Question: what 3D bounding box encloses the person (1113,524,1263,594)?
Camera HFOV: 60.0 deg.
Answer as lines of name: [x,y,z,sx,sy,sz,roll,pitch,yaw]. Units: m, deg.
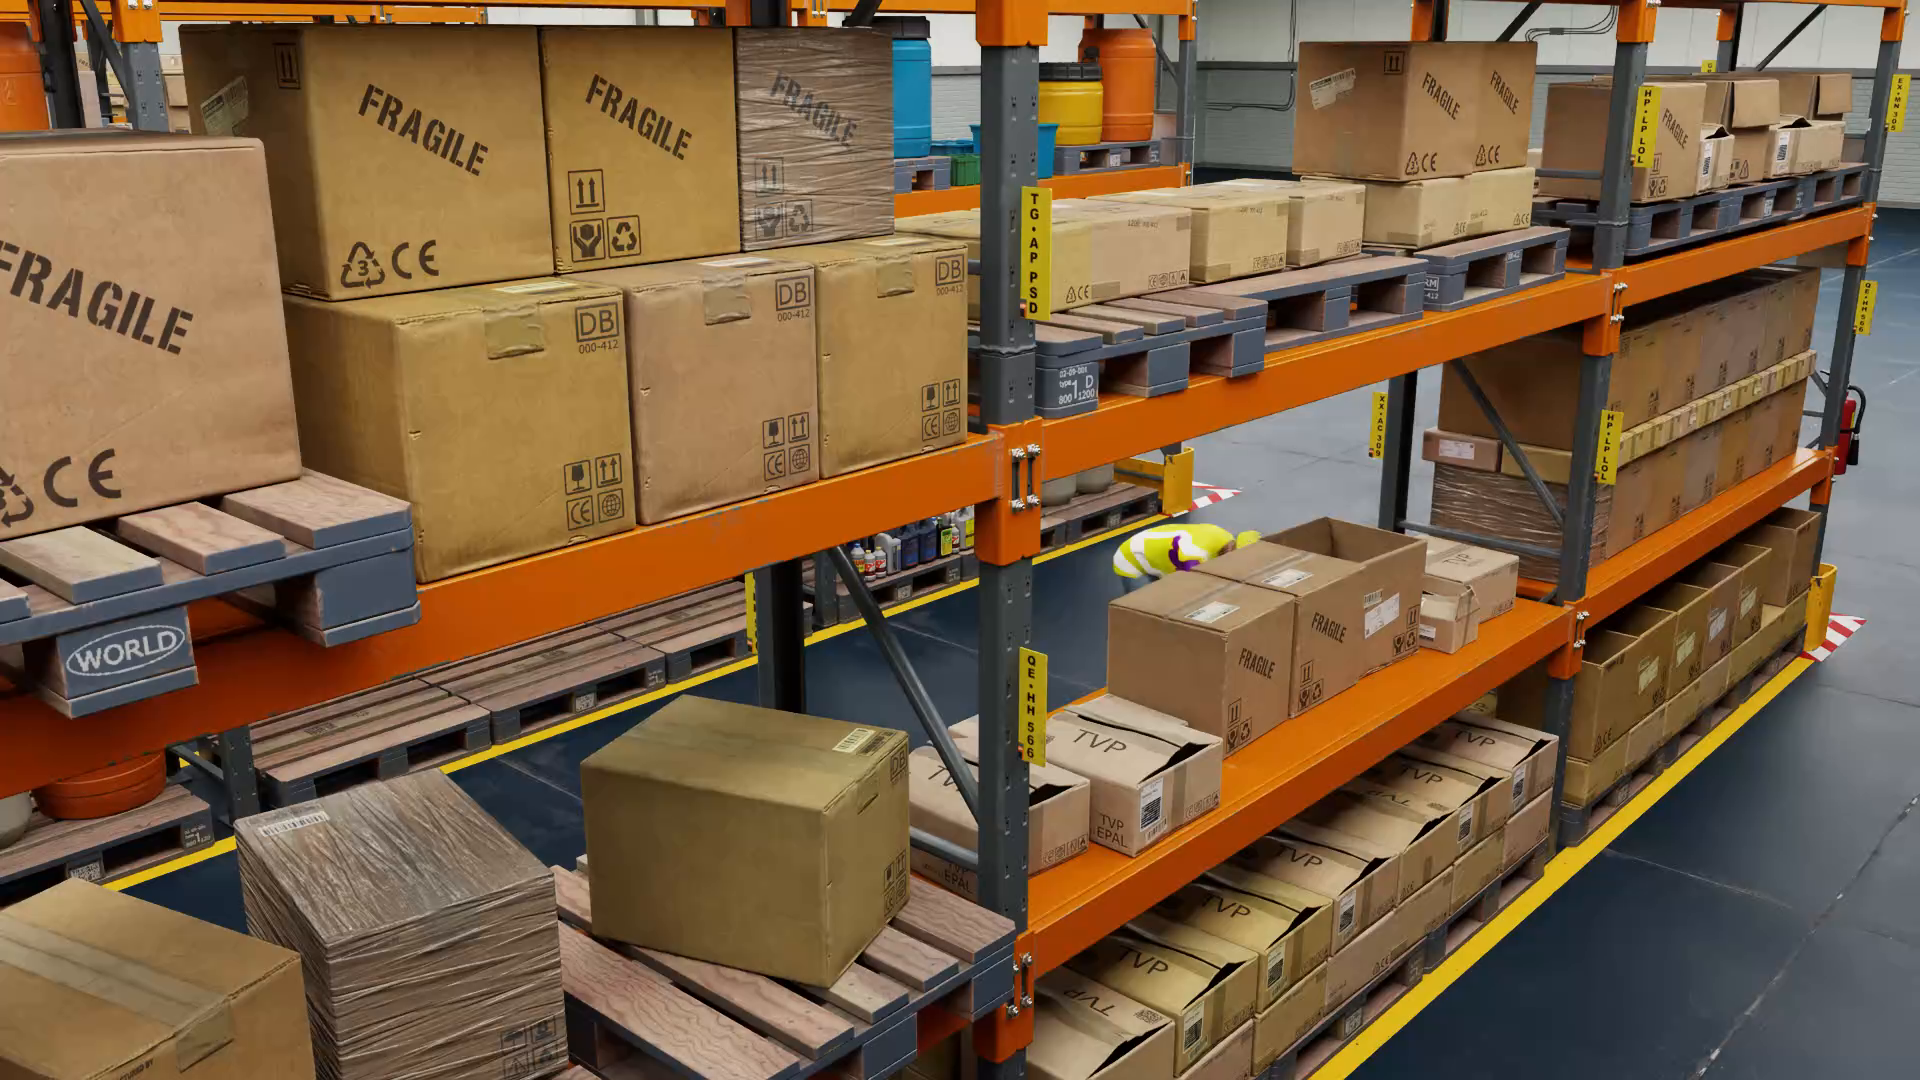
person: [1.366,0.414,9.772,0.963,1.105,0.515,13,21,37]
